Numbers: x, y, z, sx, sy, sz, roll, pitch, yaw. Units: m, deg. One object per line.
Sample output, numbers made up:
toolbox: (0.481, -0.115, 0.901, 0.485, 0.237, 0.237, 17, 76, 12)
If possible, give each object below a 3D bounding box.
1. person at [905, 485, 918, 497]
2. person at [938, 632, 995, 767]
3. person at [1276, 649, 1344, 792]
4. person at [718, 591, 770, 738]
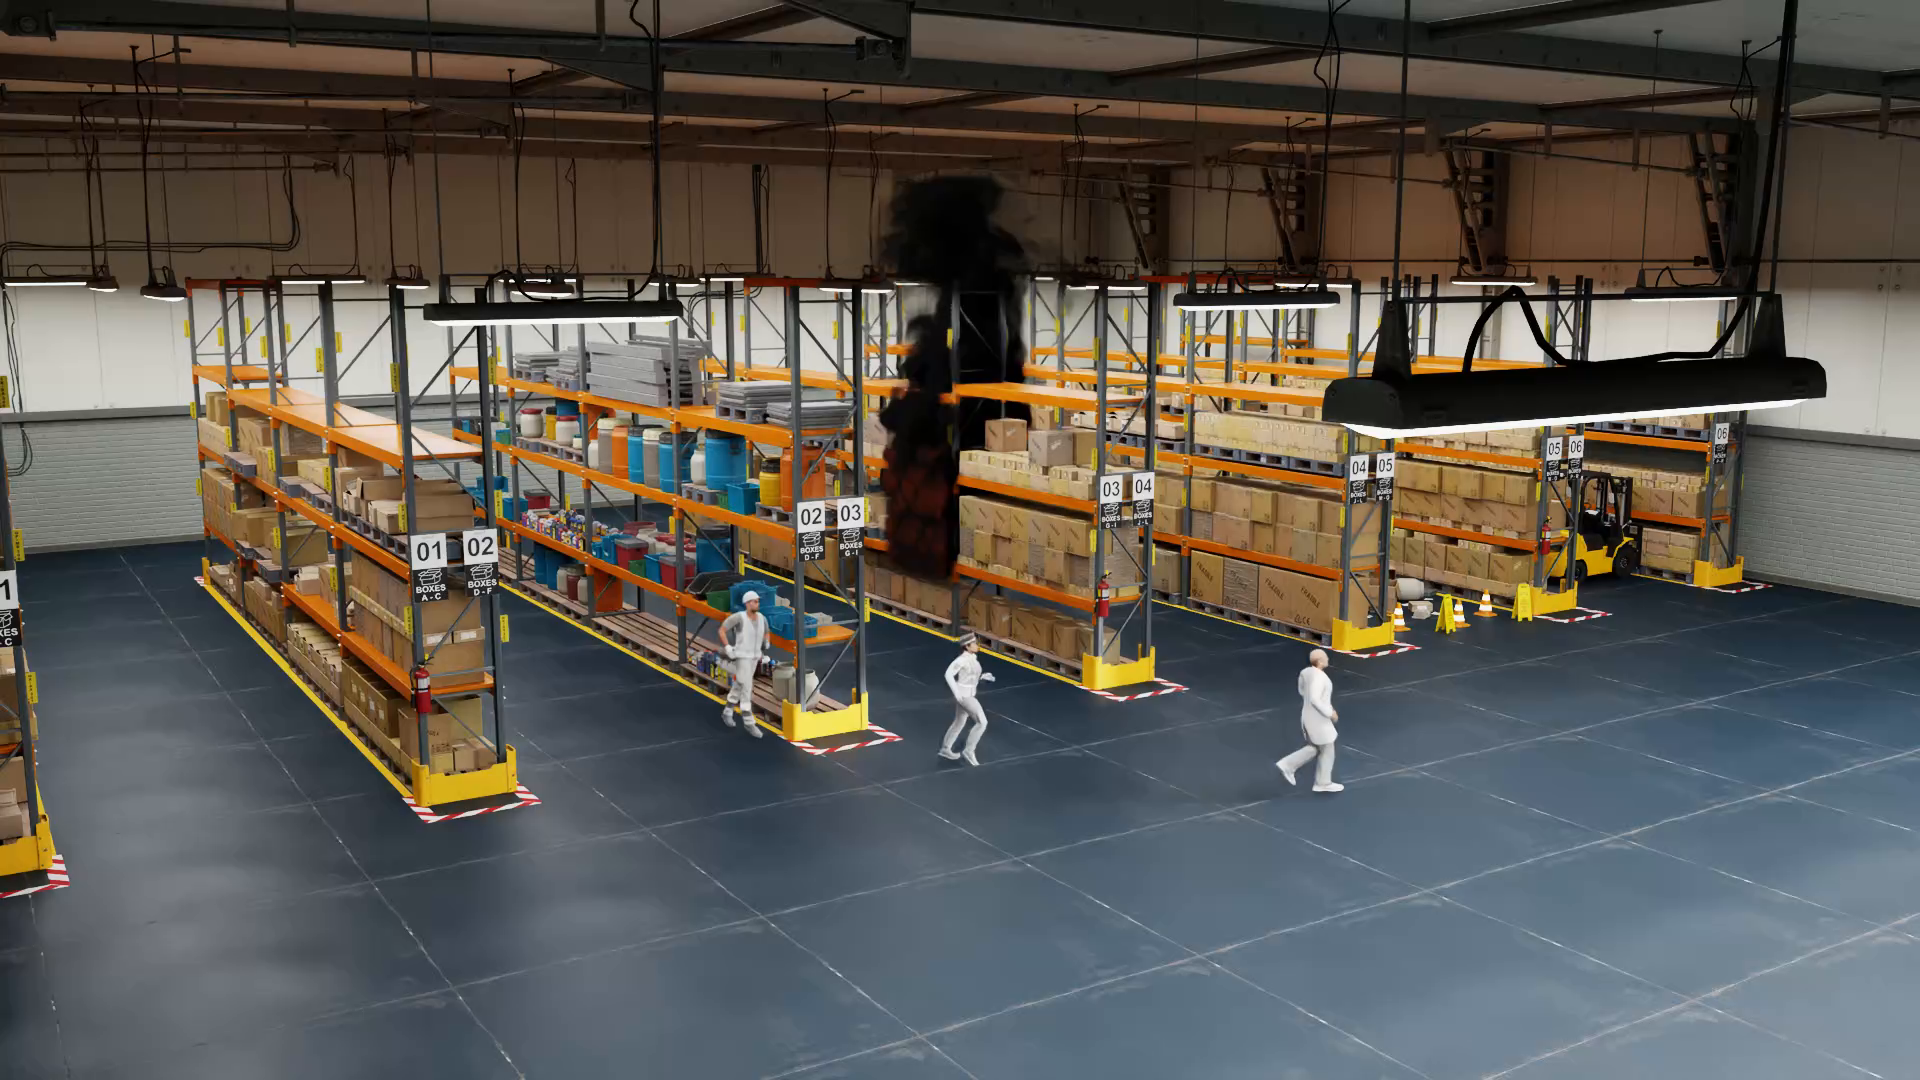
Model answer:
person: (-1.175, -1.460, 42.147, 0.484, 1.545, 0.596, 5, 11, 27)
person: (0.087, 2.003, 21.063, 0.706, 1.730, 0.607, 1, 10, 5)
person: (4.219, 2.162, 19.867, 0.807, 1.751, 0.725, -1, 10, -6)
person: (-2.745, 1.572, 21.602, 0.778, 1.830, 0.668, 7, 12, 35)
